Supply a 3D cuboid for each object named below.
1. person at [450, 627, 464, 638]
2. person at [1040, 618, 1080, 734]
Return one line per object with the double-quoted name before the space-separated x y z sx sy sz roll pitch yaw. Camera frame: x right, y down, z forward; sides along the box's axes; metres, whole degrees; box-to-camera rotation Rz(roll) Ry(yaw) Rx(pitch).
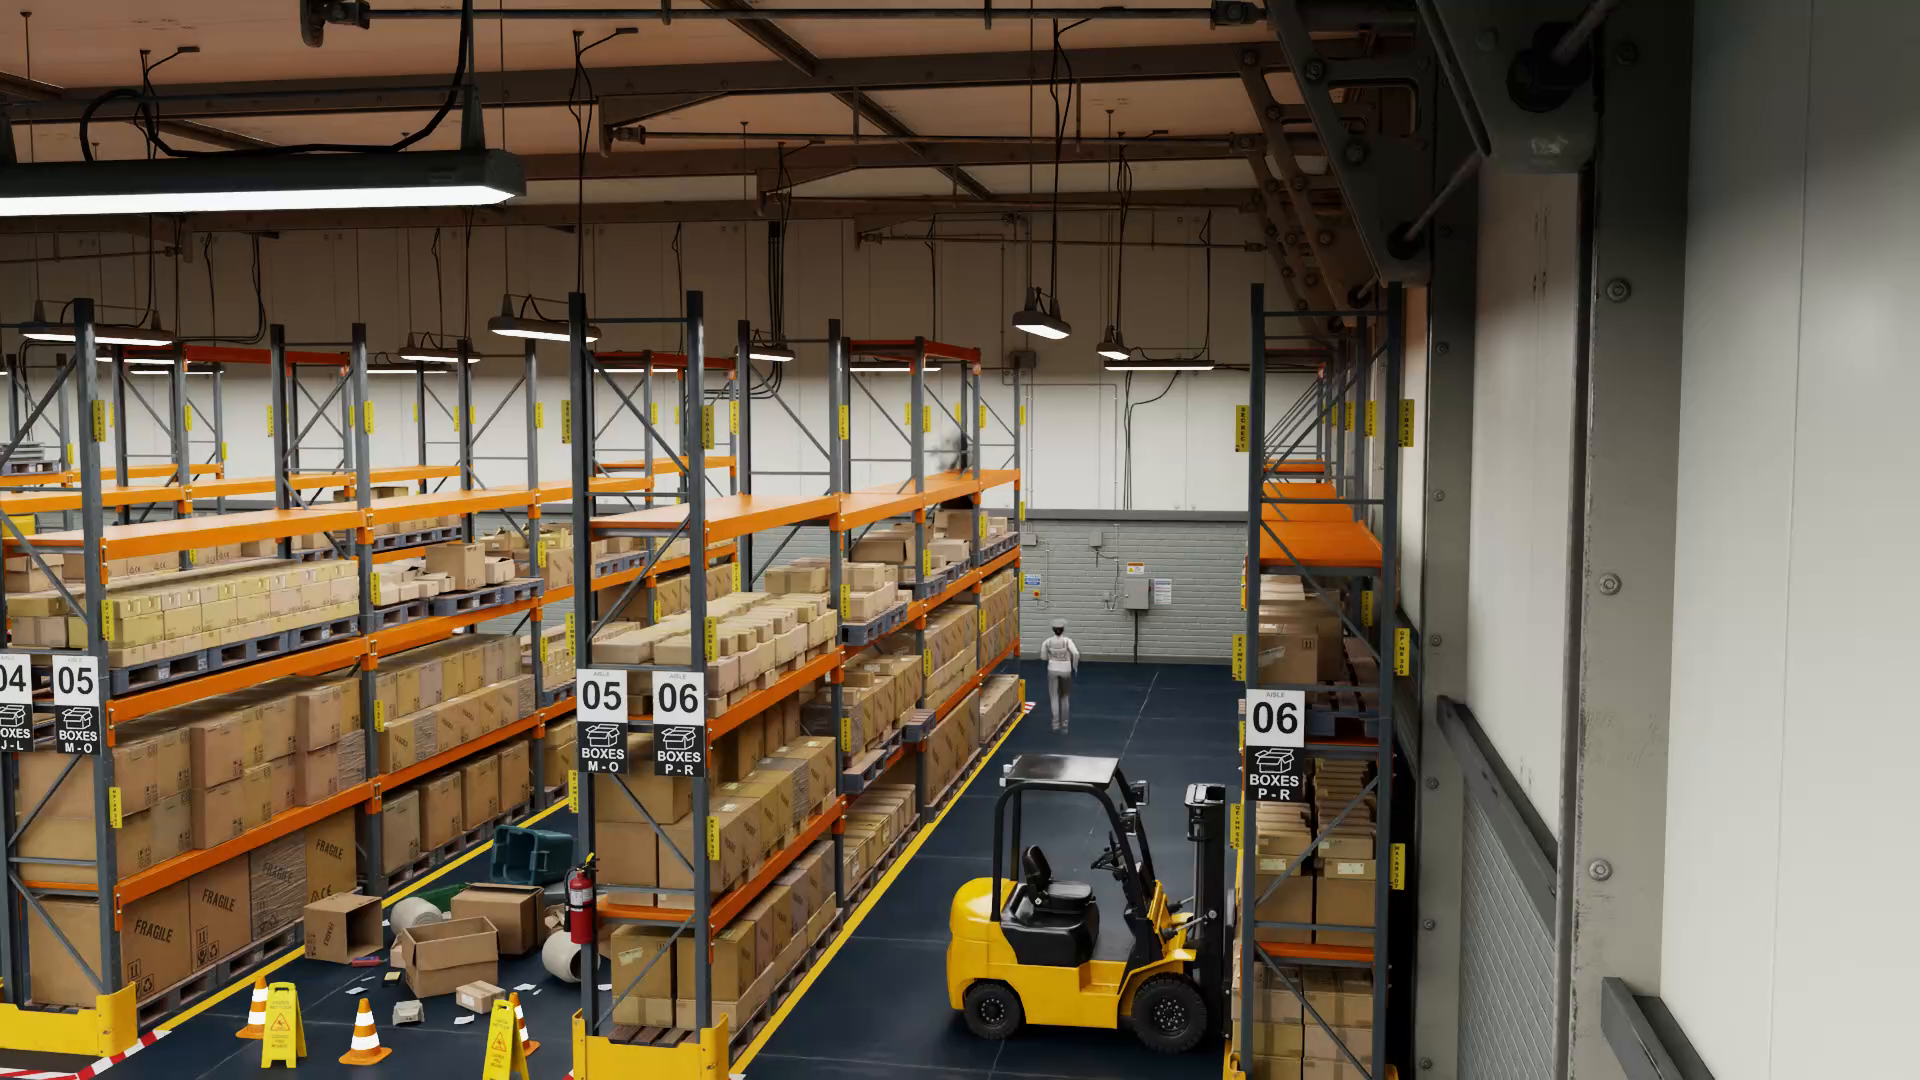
"person" -7.733 2.206 25.687 0.688 1.790 0.840 1 5 7
"person" 1.480 2.058 24.808 0.578 1.803 0.717 0 5 1
